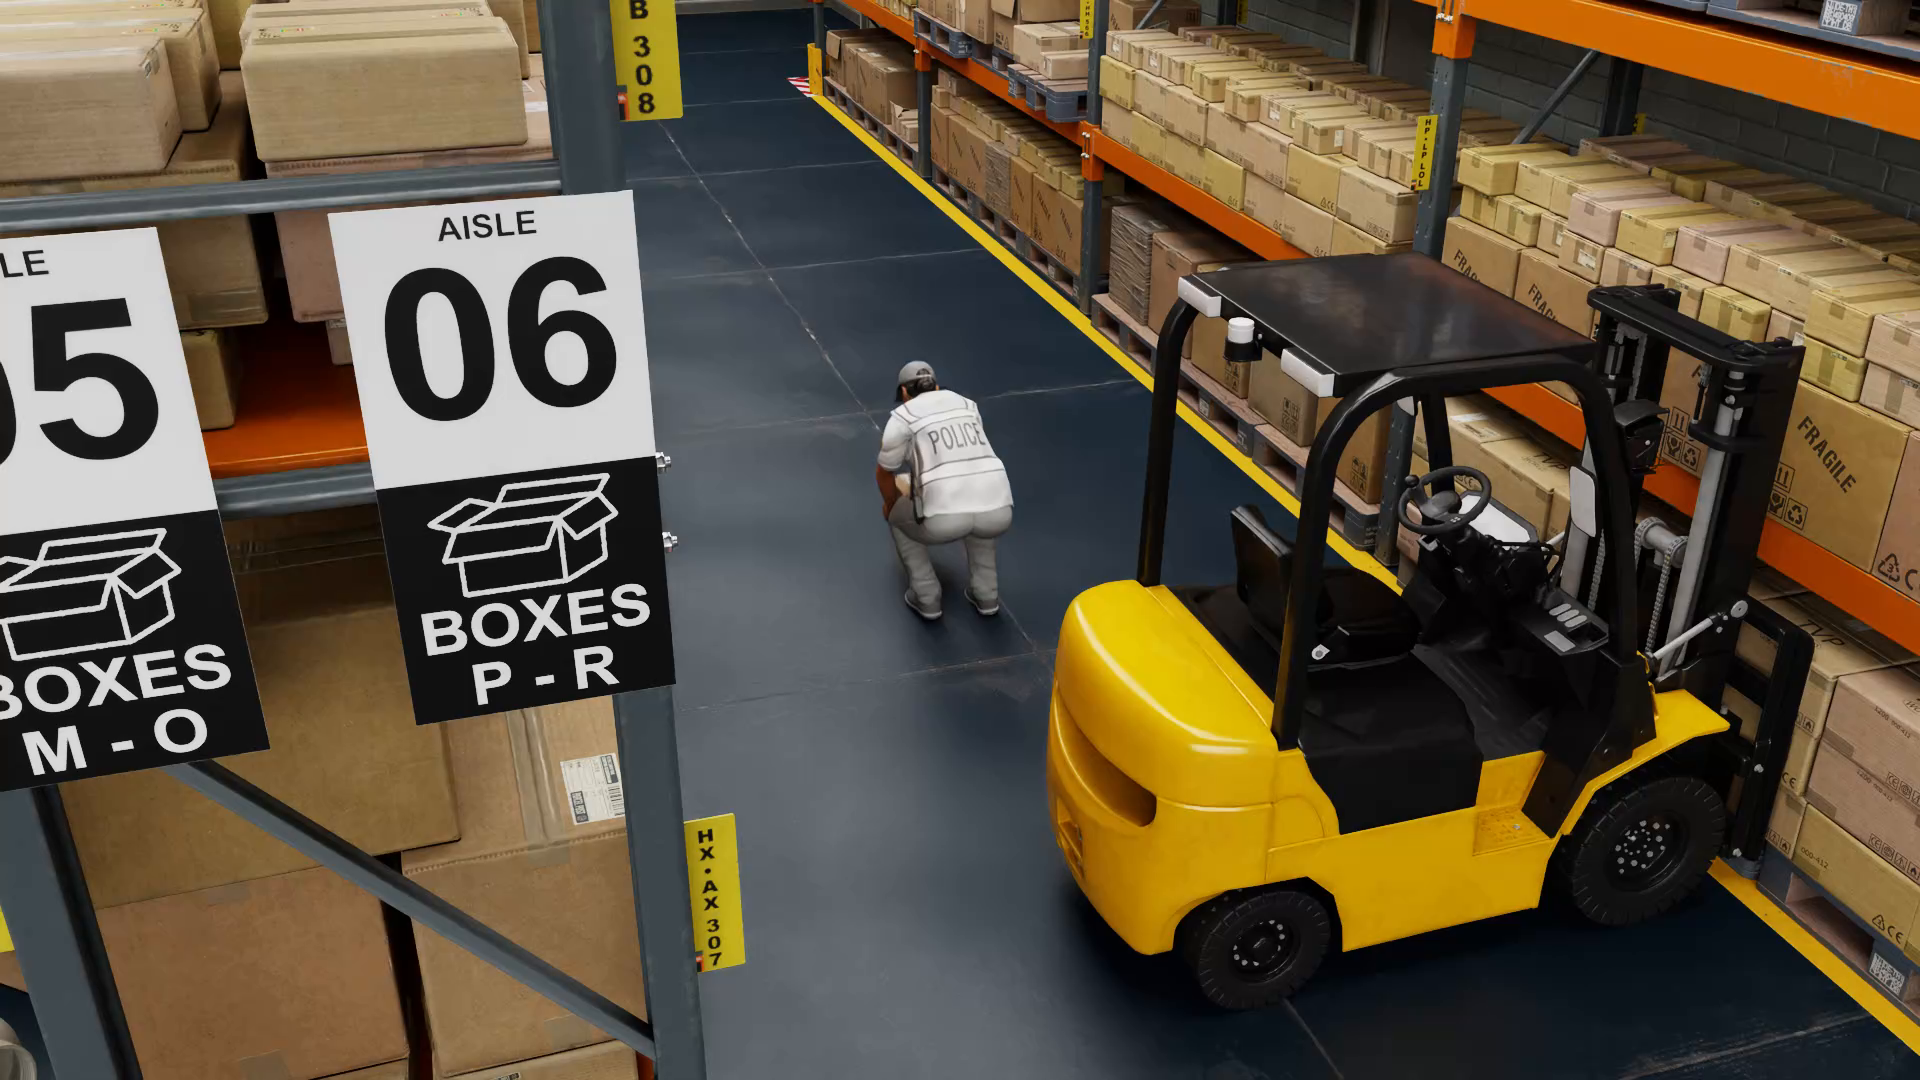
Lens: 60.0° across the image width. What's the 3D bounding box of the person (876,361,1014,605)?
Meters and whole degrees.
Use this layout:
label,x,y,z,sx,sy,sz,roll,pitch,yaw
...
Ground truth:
label,x,y,z,sx,sy,sz,roll,pitch,yaw
person,-0.082,-0.226,7.639,0.538,1.055,0.826,-8,28,-16
